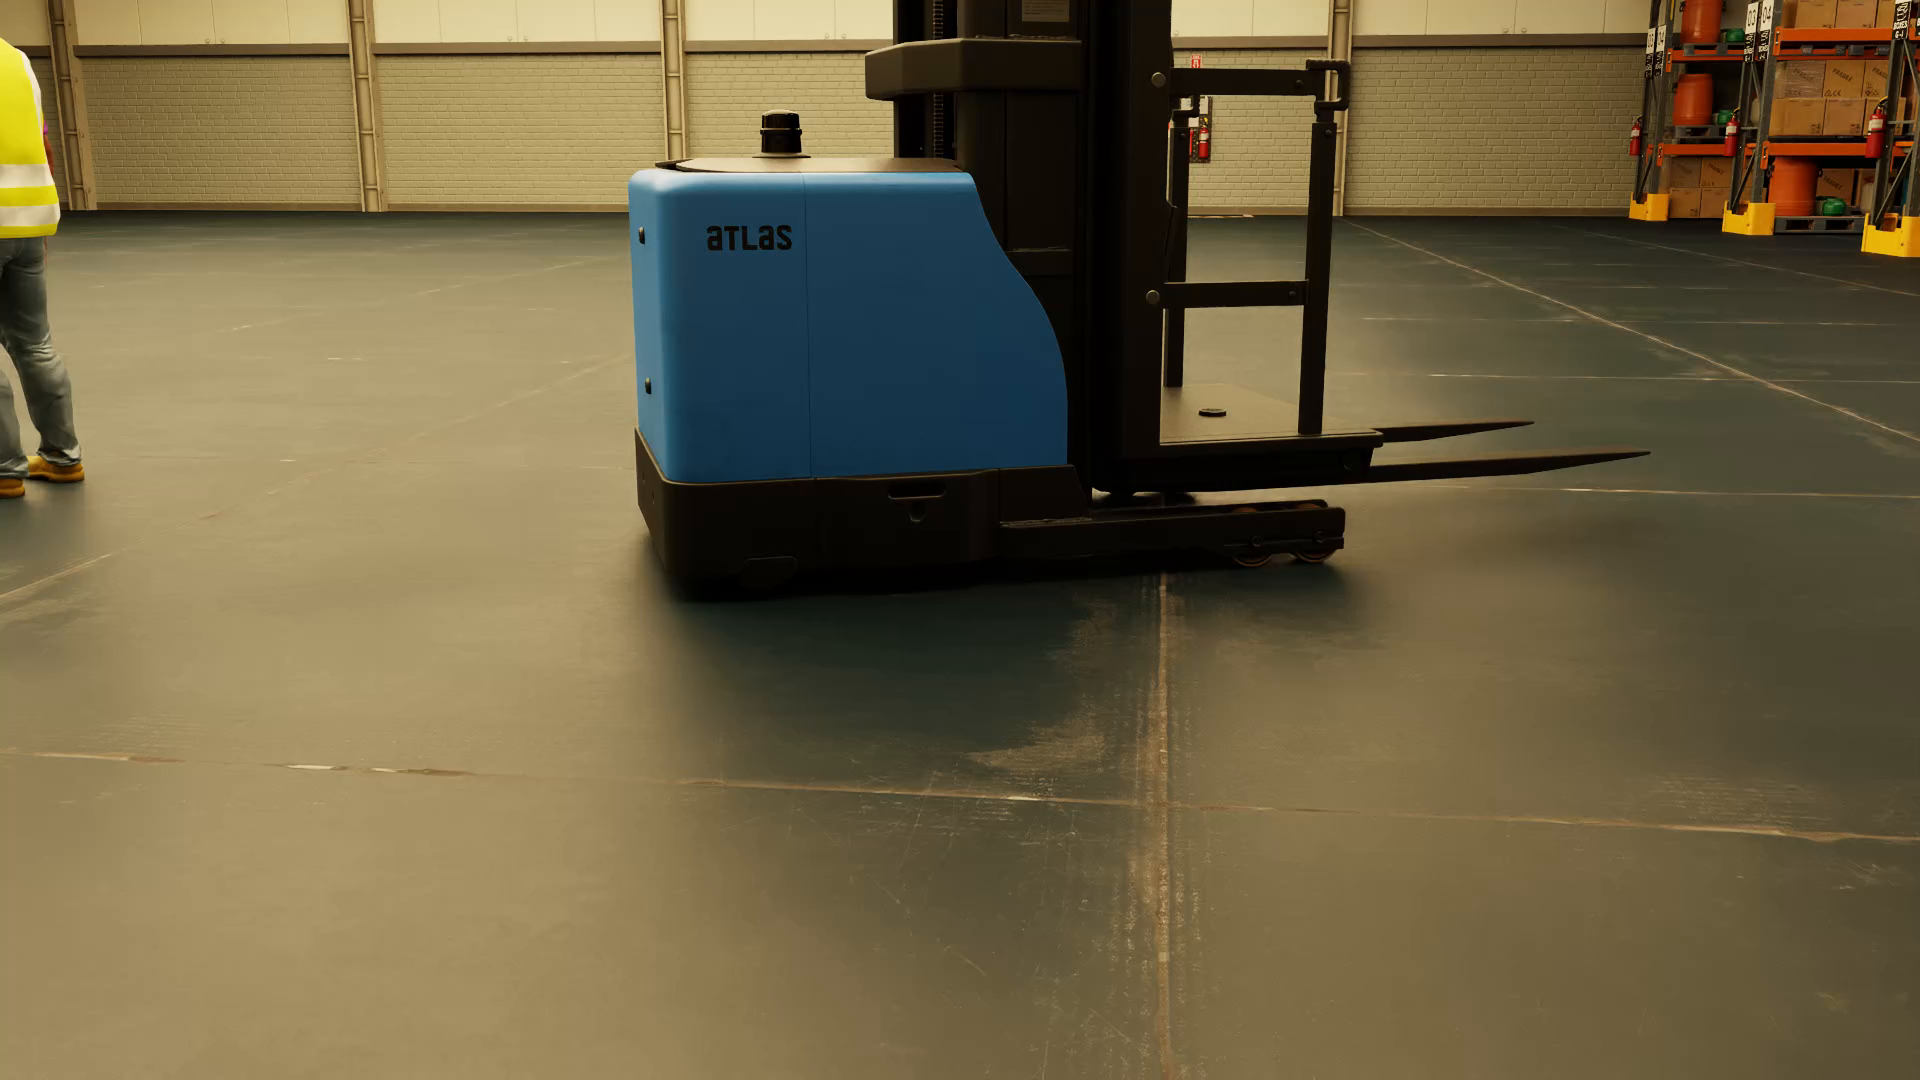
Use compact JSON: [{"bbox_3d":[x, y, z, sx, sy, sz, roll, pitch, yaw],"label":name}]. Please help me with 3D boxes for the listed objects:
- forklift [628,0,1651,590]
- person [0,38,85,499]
[{"bbox_3d":[0.587,-1.464,4.770,3.031,2.935,1.130,-4,14,-15],"label":"forklift"},{"bbox_3d":[-3.247,-1.030,5.492,0.456,1.761,0.637,3,13,13],"label":"person"}]
